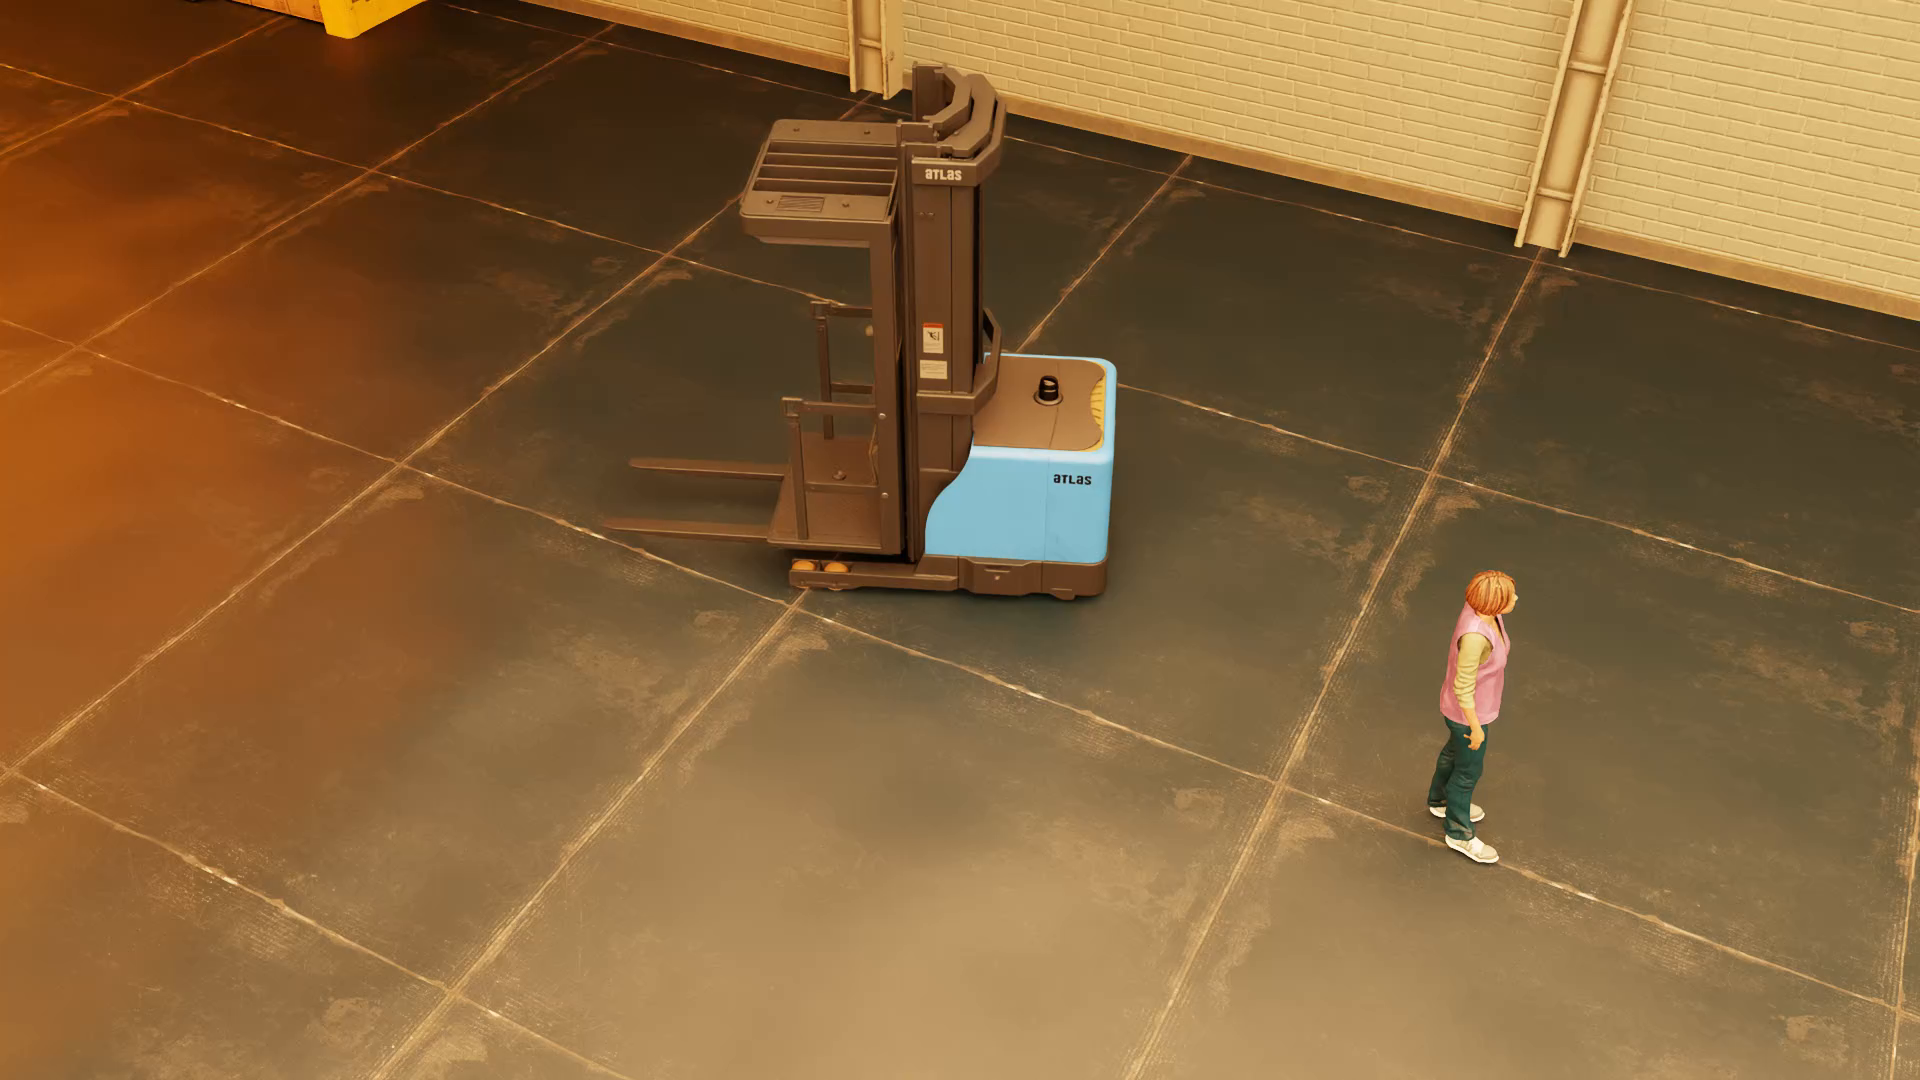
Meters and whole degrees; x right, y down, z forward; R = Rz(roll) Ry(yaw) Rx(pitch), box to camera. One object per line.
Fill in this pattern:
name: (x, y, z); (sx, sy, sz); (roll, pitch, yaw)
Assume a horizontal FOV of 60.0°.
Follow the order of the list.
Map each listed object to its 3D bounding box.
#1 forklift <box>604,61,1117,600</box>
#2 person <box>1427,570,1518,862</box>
forklift: (-0.606, -1.157, 9.360); (3.031, 2.935, 1.130); (3, 40, 4)
person: (2.545, 0.818, 8.039); (0.473, 1.599, 0.521); (13, 42, 15)
